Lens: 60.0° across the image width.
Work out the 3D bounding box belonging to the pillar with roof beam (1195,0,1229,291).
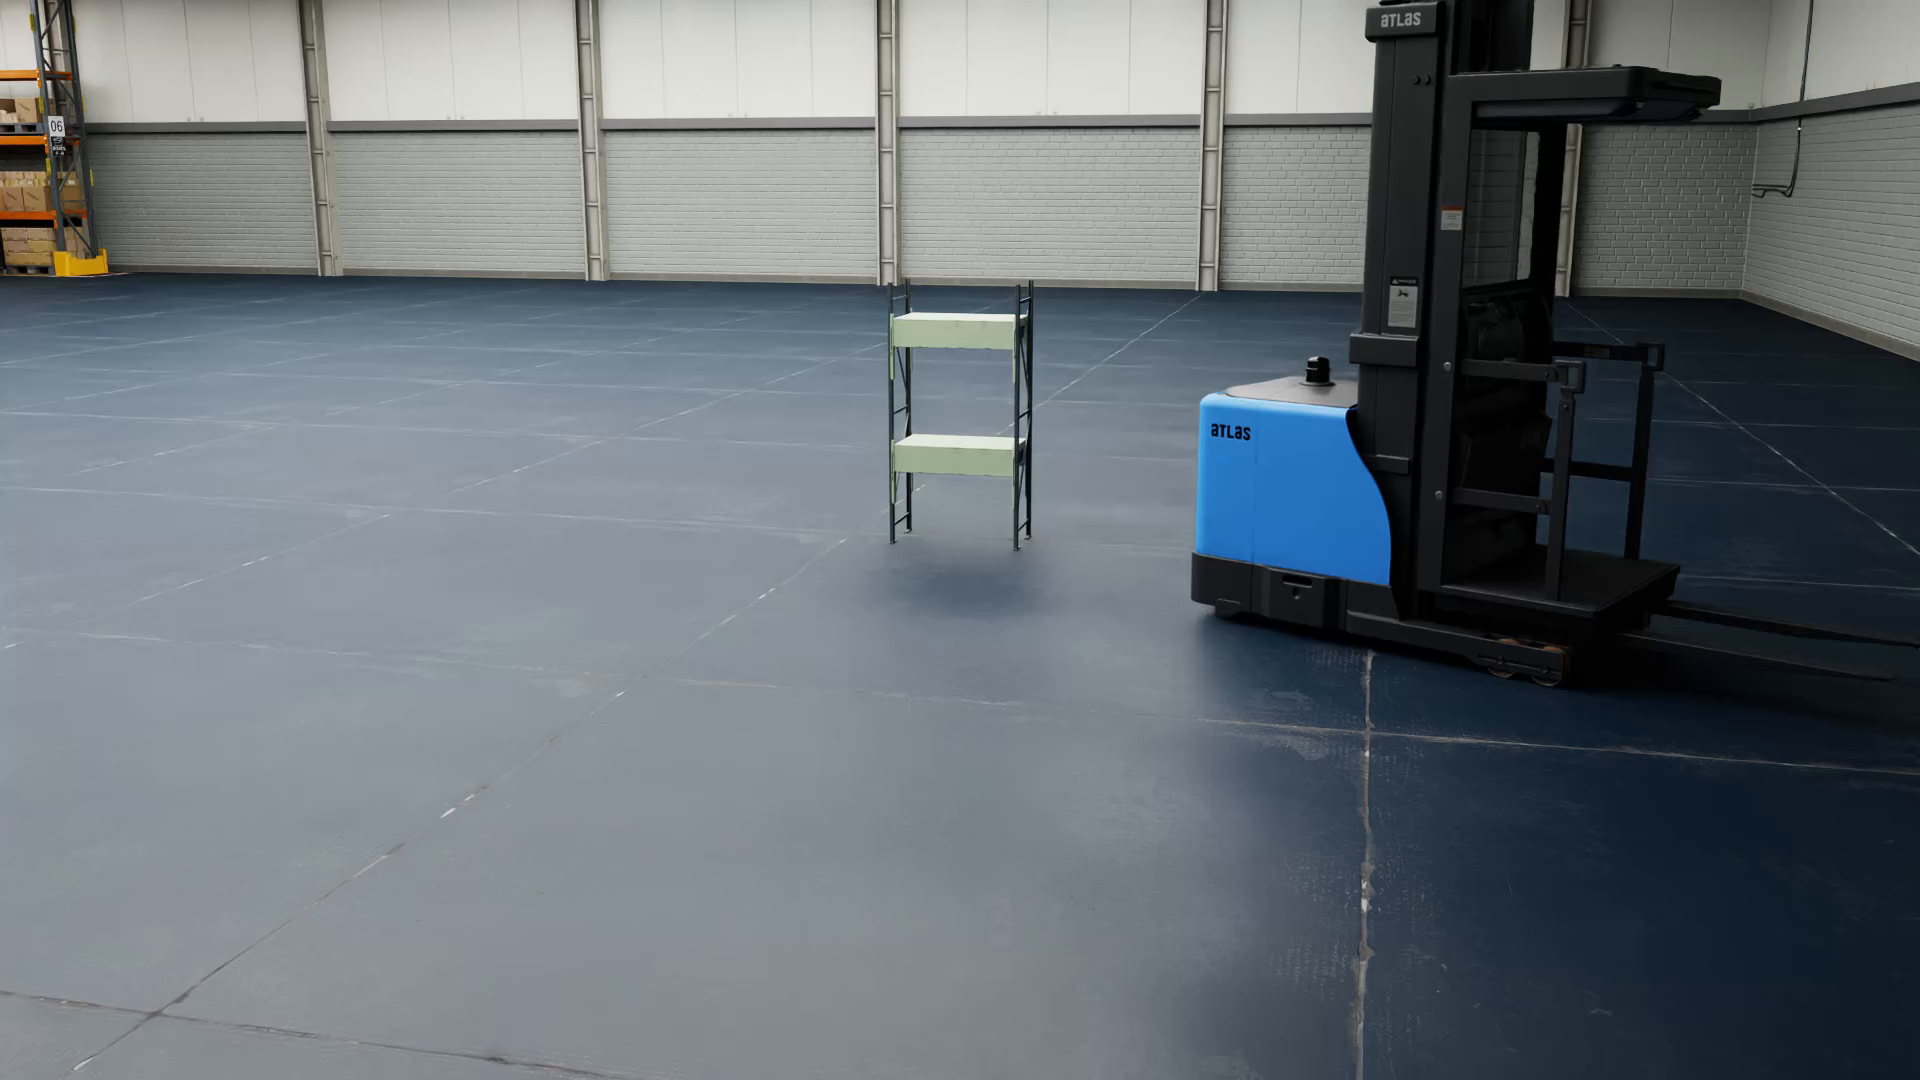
[{"bbox_3d":[3.450,-8.017,25.094,0.400,9.000,9.100,3,13,14],"label":"pillar with roof beam"}]

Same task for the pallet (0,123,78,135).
[{"bbox_3d":[-19.040,-8.477,34.296,1.213,0.211,1.003,3,13,14],"label":"pallet"}]

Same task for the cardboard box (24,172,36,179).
[{"bbox_3d":[-19.005,-7.505,34.220,0.250,0.149,0.380,3,13,14],"label":"cardboard box"}]

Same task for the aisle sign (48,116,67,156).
[{"bbox_3d":[-18.366,-8.218,33.846,0.004,0.787,0.394,3,13,14],"label":"aisle sign"}]

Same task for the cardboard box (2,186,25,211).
[{"bbox_3d":[-19.402,-7.062,34.407,0.500,0.500,0.500,3,13,15],"label":"cardboard box"}]

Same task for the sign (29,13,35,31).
[{"bbox_3d":[-18.503,-10.324,33.151,0.005,0.325,0.100,3,13,14],"label":"sign"}]

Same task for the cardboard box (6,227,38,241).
[{"bbox_3d":[-19.378,-6.348,34.491,0.500,0.250,0.500,3,13,15],"label":"cardboard box"}]

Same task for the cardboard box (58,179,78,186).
[{"bbox_3d":[-18.627,-7.451,34.665,0.250,0.149,0.380,3,13,12],"label":"cardboard box"}]

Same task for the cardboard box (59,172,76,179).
[{"bbox_3d":[-18.634,-7.587,34.589,0.250,0.149,0.380,3,13,12],"label":"cardboard box"}]

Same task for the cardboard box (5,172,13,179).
[{"bbox_3d":[-19.489,-7.541,34.384,0.250,0.149,0.380,3,13,14],"label":"cardboard box"}]

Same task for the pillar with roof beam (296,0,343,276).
[{"bbox_3d":[-14.026,-8.951,29.305,0.400,9.000,9.100,3,13,14],"label":"pillar with roof beam"}]

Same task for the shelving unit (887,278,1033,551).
[{"bbox_3d":[0.006,-0.732,9.570,0.755,1.500,0.431,3,13,14],"label":"shelving unit"}]

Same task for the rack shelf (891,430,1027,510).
[{"bbox_3d":[0.006,-0.414,9.640,0.720,0.370,0.431,3,13,14],"label":"rack shelf"}]

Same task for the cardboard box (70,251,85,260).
[{"bbox_3d":[-18.789,-5.943,34.974,0.500,0.250,0.500,3,13,14],"label":"cardboard box"}]

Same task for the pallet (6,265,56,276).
[{"bbox_3d":[-19.112,-5.683,34.862,1.213,0.211,1.003,3,13,14],"label":"pallet"}]

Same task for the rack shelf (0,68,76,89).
[{"bbox_3d":[-20.301,-9.500,34.360,4.000,0.370,1.077,3,13,14],"label":"rack shelf"}]

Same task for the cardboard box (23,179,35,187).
[{"bbox_3d":[-19.018,-7.345,34.187,0.250,0.149,0.380,3,13,14],"label":"cardboard box"}]

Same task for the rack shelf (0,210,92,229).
[{"bbox_3d":[-20.301,-6.766,34.967,4.000,0.370,1.077,3,13,14],"label":"rack shelf"}]

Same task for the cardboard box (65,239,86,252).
[{"bbox_3d":[-18.766,-6.189,34.926,0.500,0.250,0.500,3,13,15],"label":"cardboard box"}]

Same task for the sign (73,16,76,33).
[{"bbox_3d":[-18.220,-10.592,34.178,0.005,0.325,0.100,3,13,14],"label":"sign"}]

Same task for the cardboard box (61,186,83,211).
[{"bbox_3d":[-18.774,-7.147,34.789,0.500,0.500,0.500,3,13,15],"label":"cardboard box"}]

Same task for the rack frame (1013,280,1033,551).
[{"bbox_3d":[0.362,-0.713,9.484,0.023,1.500,0.400,3,13,14],"label":"rack frame"}]

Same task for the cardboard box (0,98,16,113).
[{"bbox_3d":[-19.818,-8.827,34.236,0.500,0.500,0.700,3,13,14],"label":"cardboard box"}]

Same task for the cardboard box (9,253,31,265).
[{"bbox_3d":[-19.372,-5.862,34.609,0.500,0.250,0.500,3,13,14],"label":"cardboard box"}]

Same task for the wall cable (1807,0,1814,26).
[{"bbox_3d":[12.202,-8.561,23.054,0.112,2.526,3.097,3,13,14],"label":"wall cable"}]

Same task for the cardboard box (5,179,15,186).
[{"bbox_3d":[-19.494,-7.387,34.375,0.250,0.149,0.380,3,13,13],"label":"cardboard box"}]

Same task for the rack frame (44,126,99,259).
[{"bbox_3d":[-18.359,-7.014,34.421,0.127,3.000,1.000,3,13,14],"label":"rack frame"}]

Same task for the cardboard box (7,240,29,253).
[{"bbox_3d":[-19.391,-6.108,34.564,0.500,0.250,0.500,3,13,13],"label":"cardboard box"}]

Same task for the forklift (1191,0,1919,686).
[{"bbox_3d":[2.581,-0.947,7.235,3.031,2.935,1.130,10,16,39],"label":"forklift"}]

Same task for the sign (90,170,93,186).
[{"bbox_3d":[-18.221,-7.591,34.843,0.005,0.325,0.100,3,13,14],"label":"sign"}]

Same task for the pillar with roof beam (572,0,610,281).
[{"bbox_3d":[-8.200,-8.640,27.901,0.400,9.000,9.100,3,13,14],"label":"pillar with roof beam"}]

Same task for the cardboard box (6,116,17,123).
[{"bbox_3d":[-19.237,-8.588,33.973,0.250,0.149,0.380,3,13,12],"label":"cardboard box"}]
